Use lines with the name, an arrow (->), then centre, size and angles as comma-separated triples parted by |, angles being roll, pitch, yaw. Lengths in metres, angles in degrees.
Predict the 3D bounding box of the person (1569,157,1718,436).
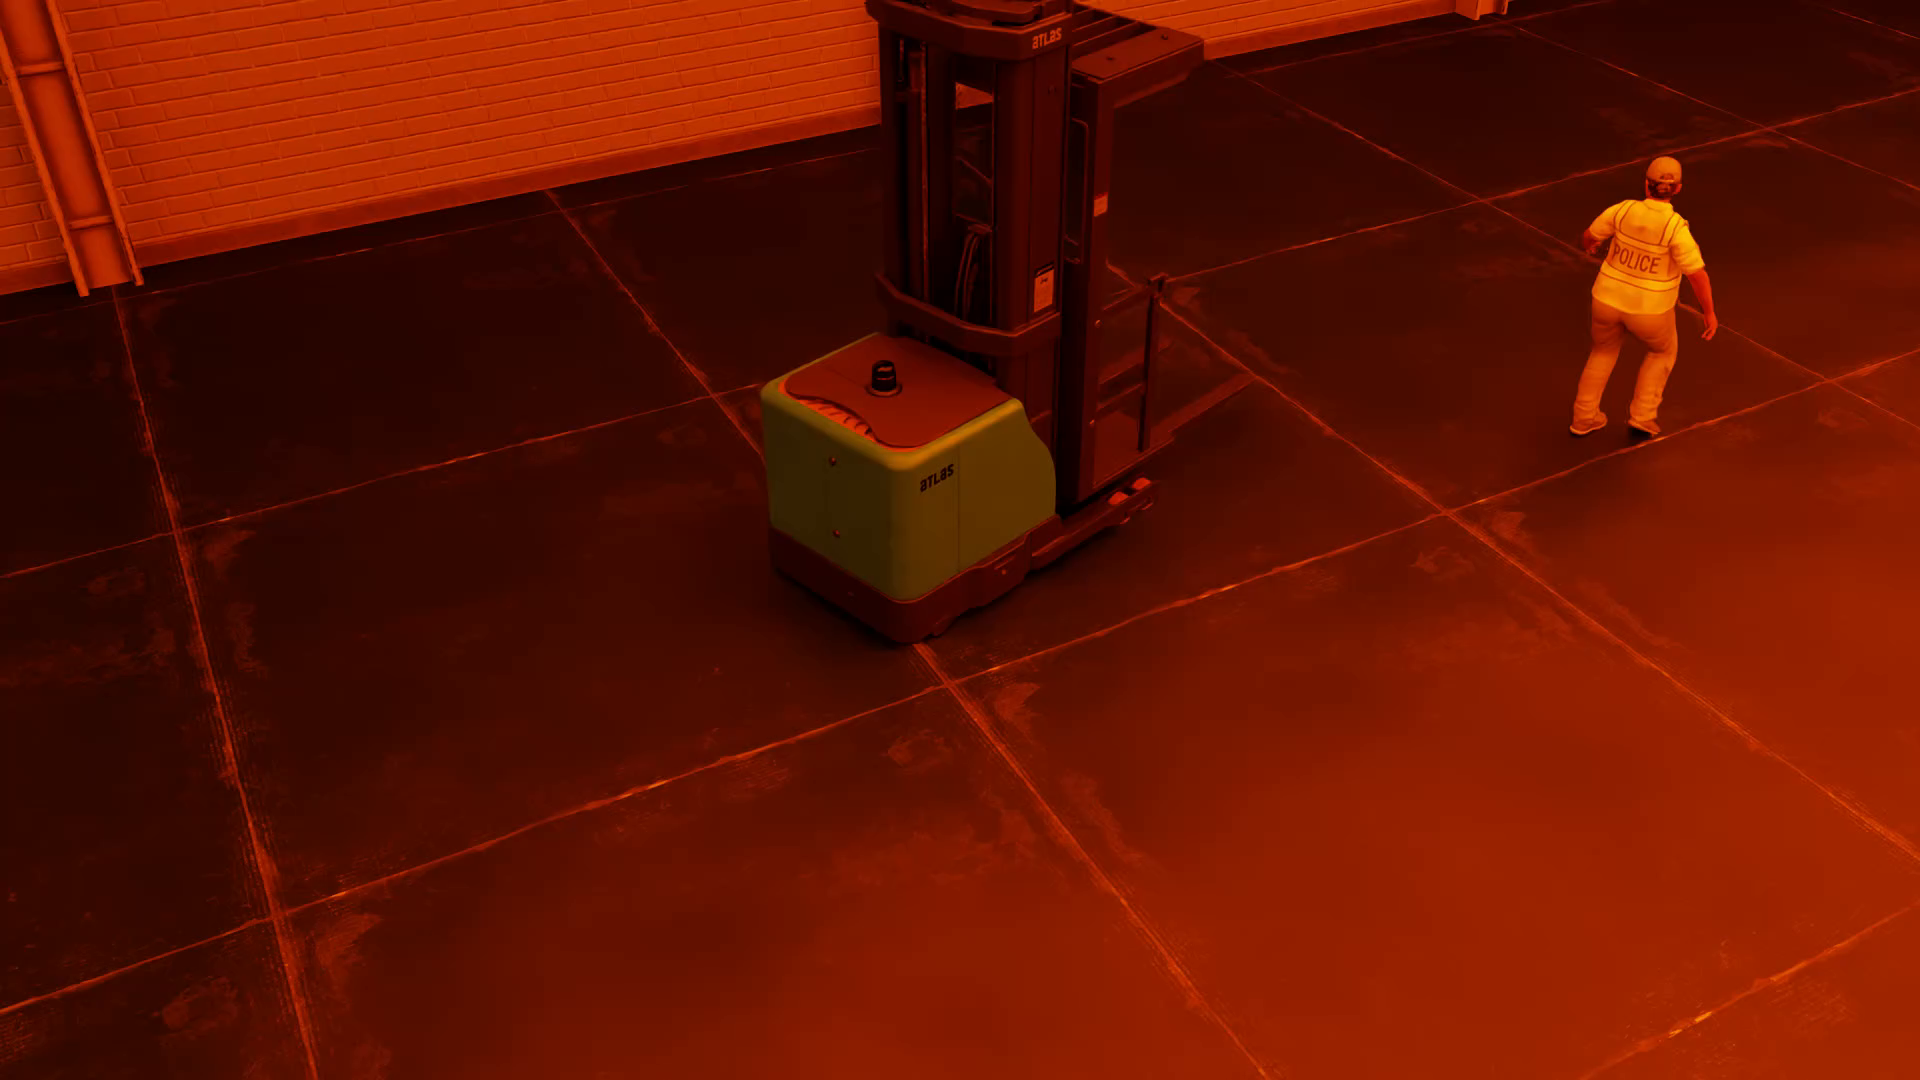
person -> 3.721, -1.294, 9.127 | 0.516, 1.693, 0.880 | -29, 44, -35

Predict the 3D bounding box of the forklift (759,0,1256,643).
forklift -> 0.422, -1.465, 8.196 | 1.130, 2.935, 3.031 | 29, 44, 35
